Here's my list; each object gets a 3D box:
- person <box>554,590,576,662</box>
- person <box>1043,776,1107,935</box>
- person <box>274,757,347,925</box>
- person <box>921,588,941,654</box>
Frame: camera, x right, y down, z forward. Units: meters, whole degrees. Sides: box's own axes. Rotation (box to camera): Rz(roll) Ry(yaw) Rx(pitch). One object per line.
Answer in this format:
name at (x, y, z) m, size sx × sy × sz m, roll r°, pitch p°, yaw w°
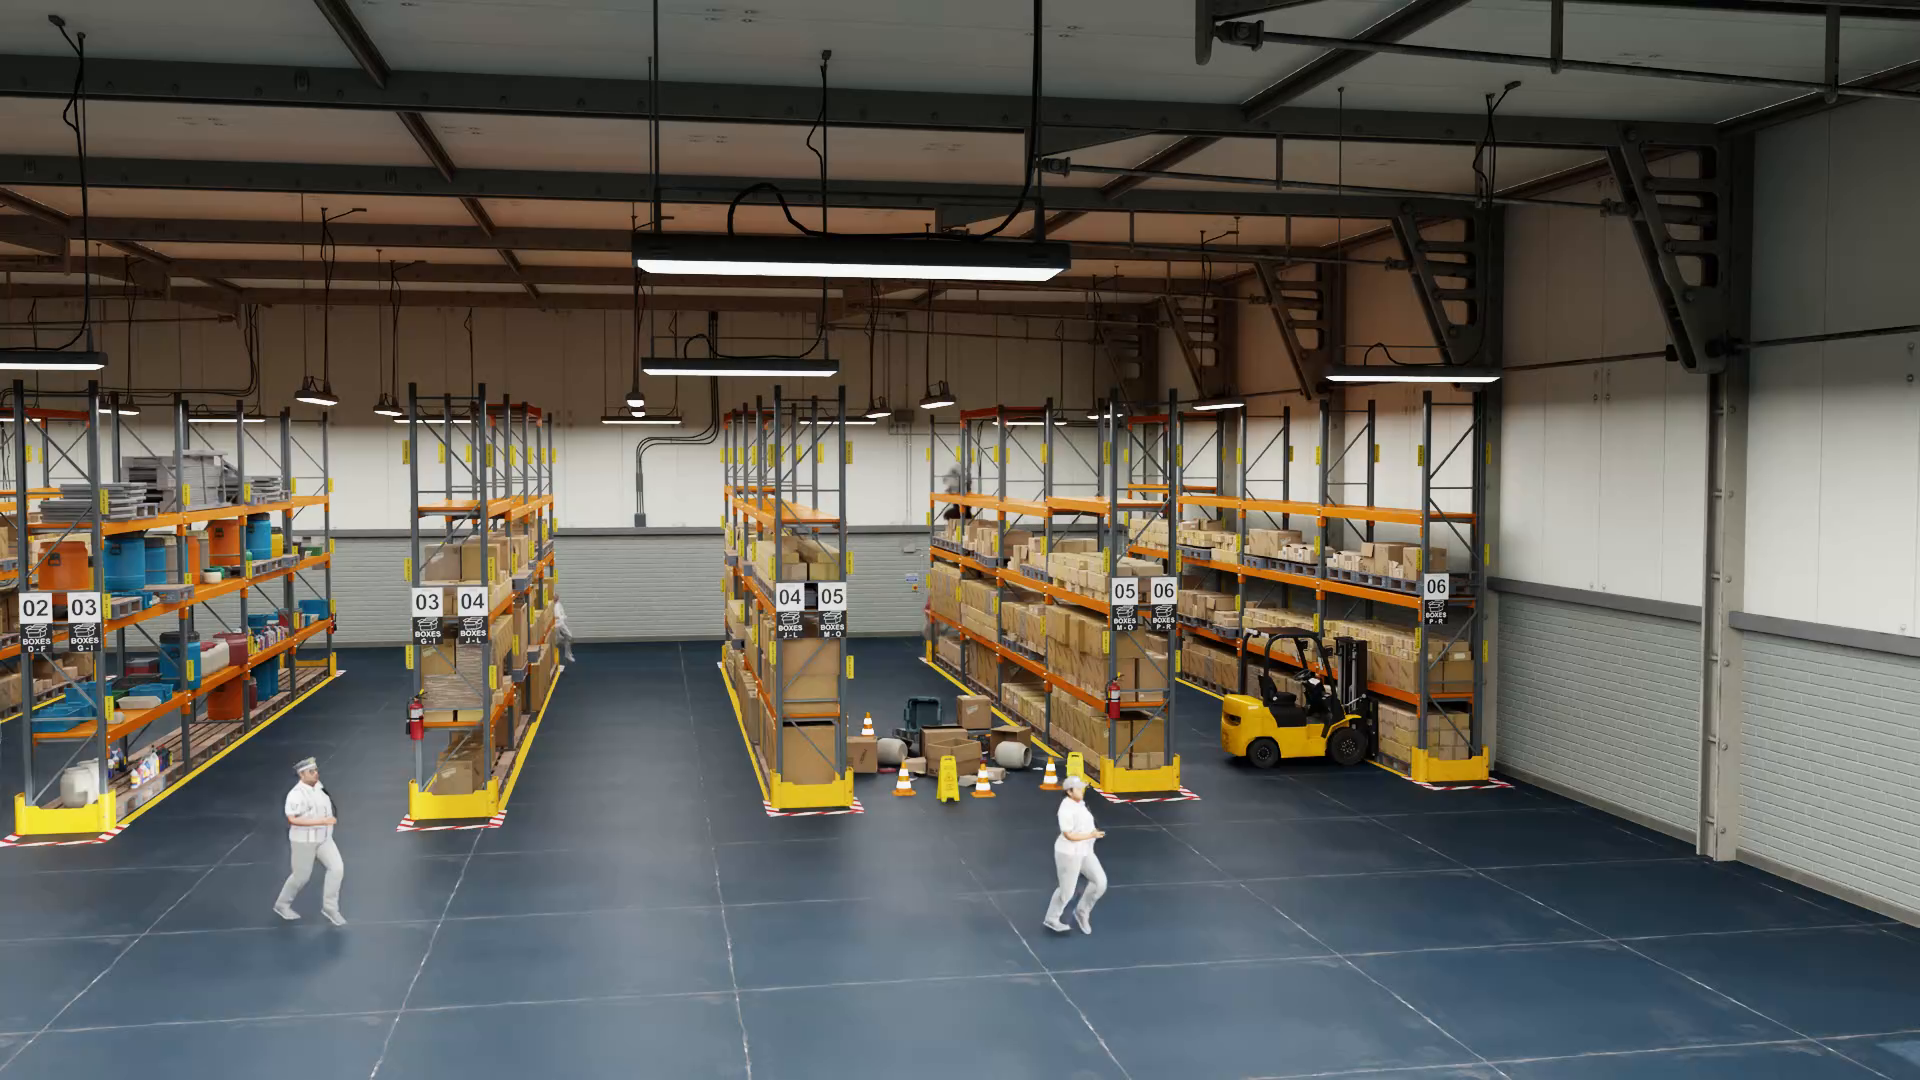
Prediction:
person at (-9.714, 2.083, 40.083) m, size 0.744 × 1.772 × 0.689 m, roll 1°, pitch 3°, yaw 19°
person at (1.212, 3.298, 17.344) m, size 0.686 × 1.685 × 0.578 m, roll 2°, pitch 3°, yaw 32°
person at (-6.966, 3.230, 17.781) m, size 0.788 × 1.844 × 0.663 m, roll 1°, pitch 3°, yaw 18°
person at (-0.635, 2.105, 41.805) m, size 0.683 × 1.700 × 0.738 m, roll 0°, pitch 3°, yaw -8°
